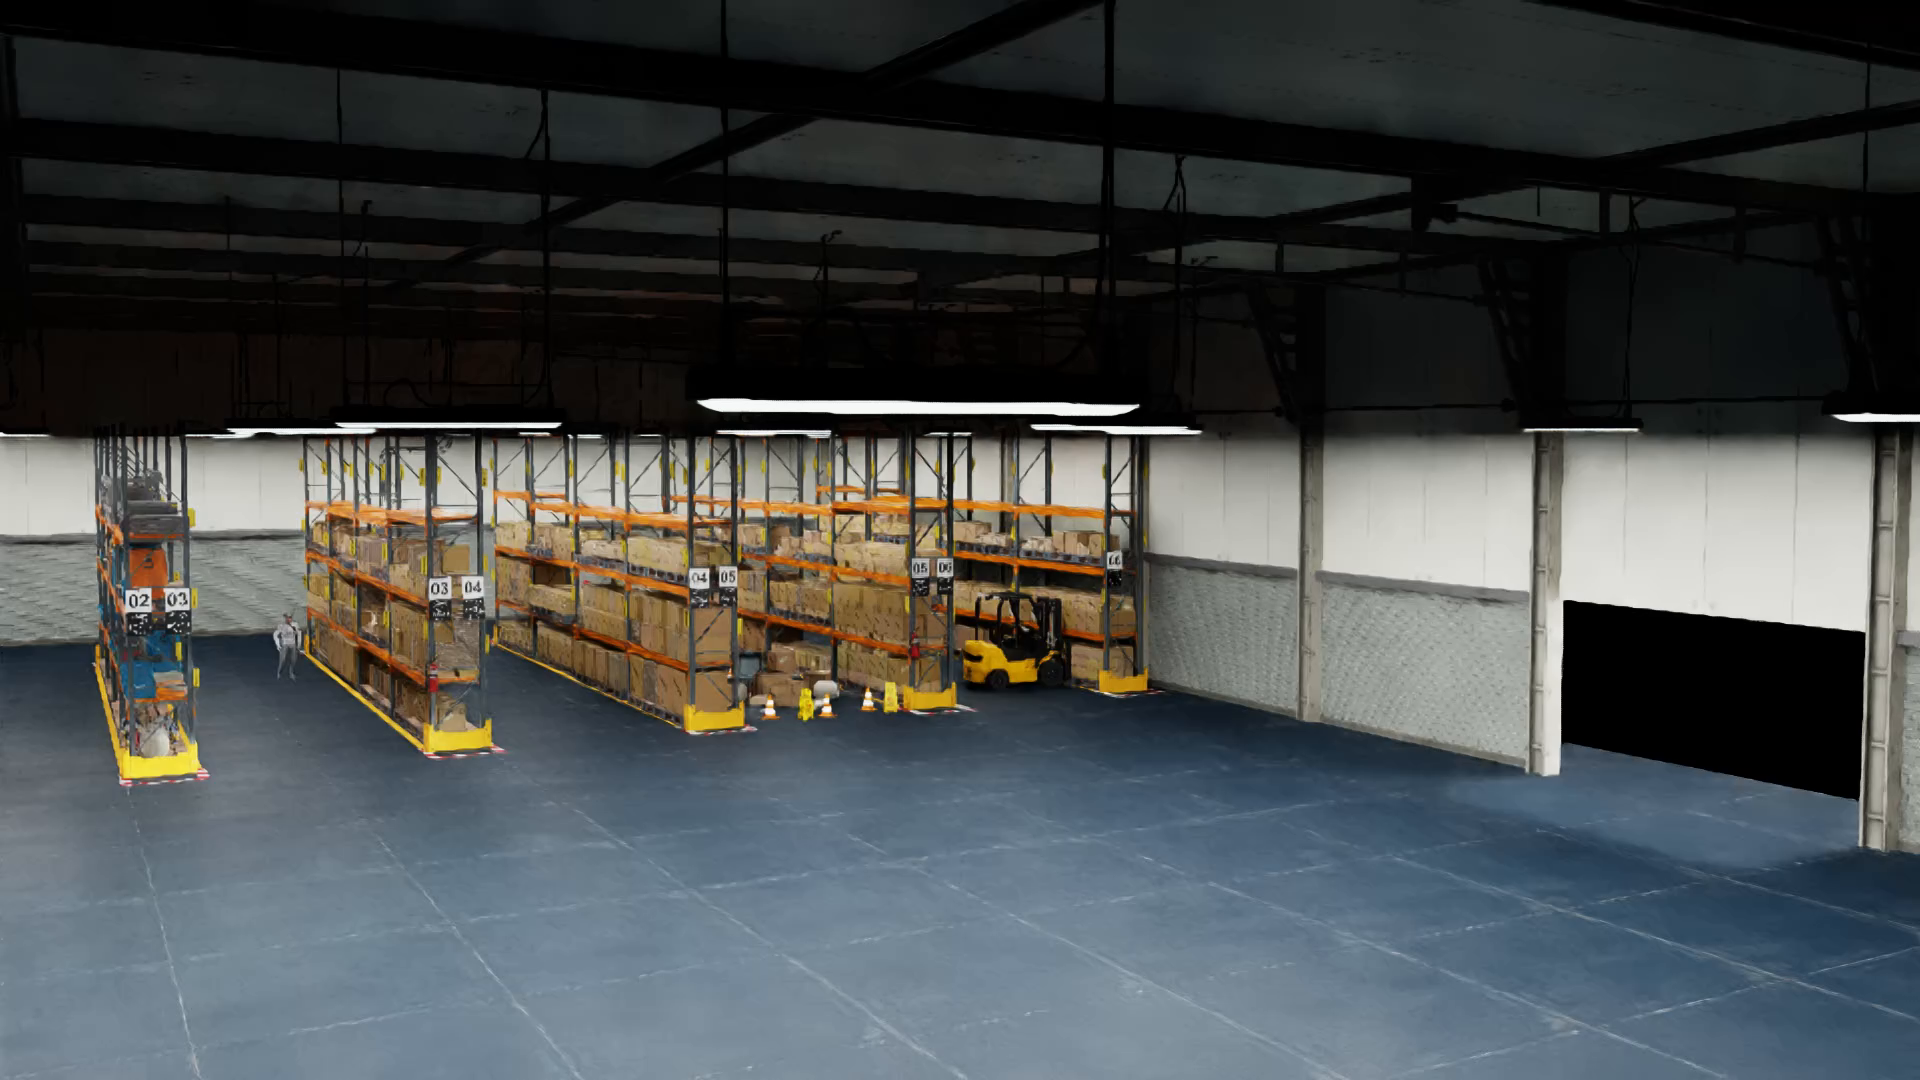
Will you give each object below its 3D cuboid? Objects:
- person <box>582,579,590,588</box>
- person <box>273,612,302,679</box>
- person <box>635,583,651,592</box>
[{"bbox_3d":[-10.529,1.995,46.575,0.486,1.787,0.608,0,3,1],"label":"person"},{"bbox_3d":[-16.048,2.513,39.712,0.639,1.628,0.512,-2,4,-31],"label":"person"},{"bbox_3d":[-9.992,1.728,52.595,0.588,1.689,0.531,2,4,24],"label":"person"}]
